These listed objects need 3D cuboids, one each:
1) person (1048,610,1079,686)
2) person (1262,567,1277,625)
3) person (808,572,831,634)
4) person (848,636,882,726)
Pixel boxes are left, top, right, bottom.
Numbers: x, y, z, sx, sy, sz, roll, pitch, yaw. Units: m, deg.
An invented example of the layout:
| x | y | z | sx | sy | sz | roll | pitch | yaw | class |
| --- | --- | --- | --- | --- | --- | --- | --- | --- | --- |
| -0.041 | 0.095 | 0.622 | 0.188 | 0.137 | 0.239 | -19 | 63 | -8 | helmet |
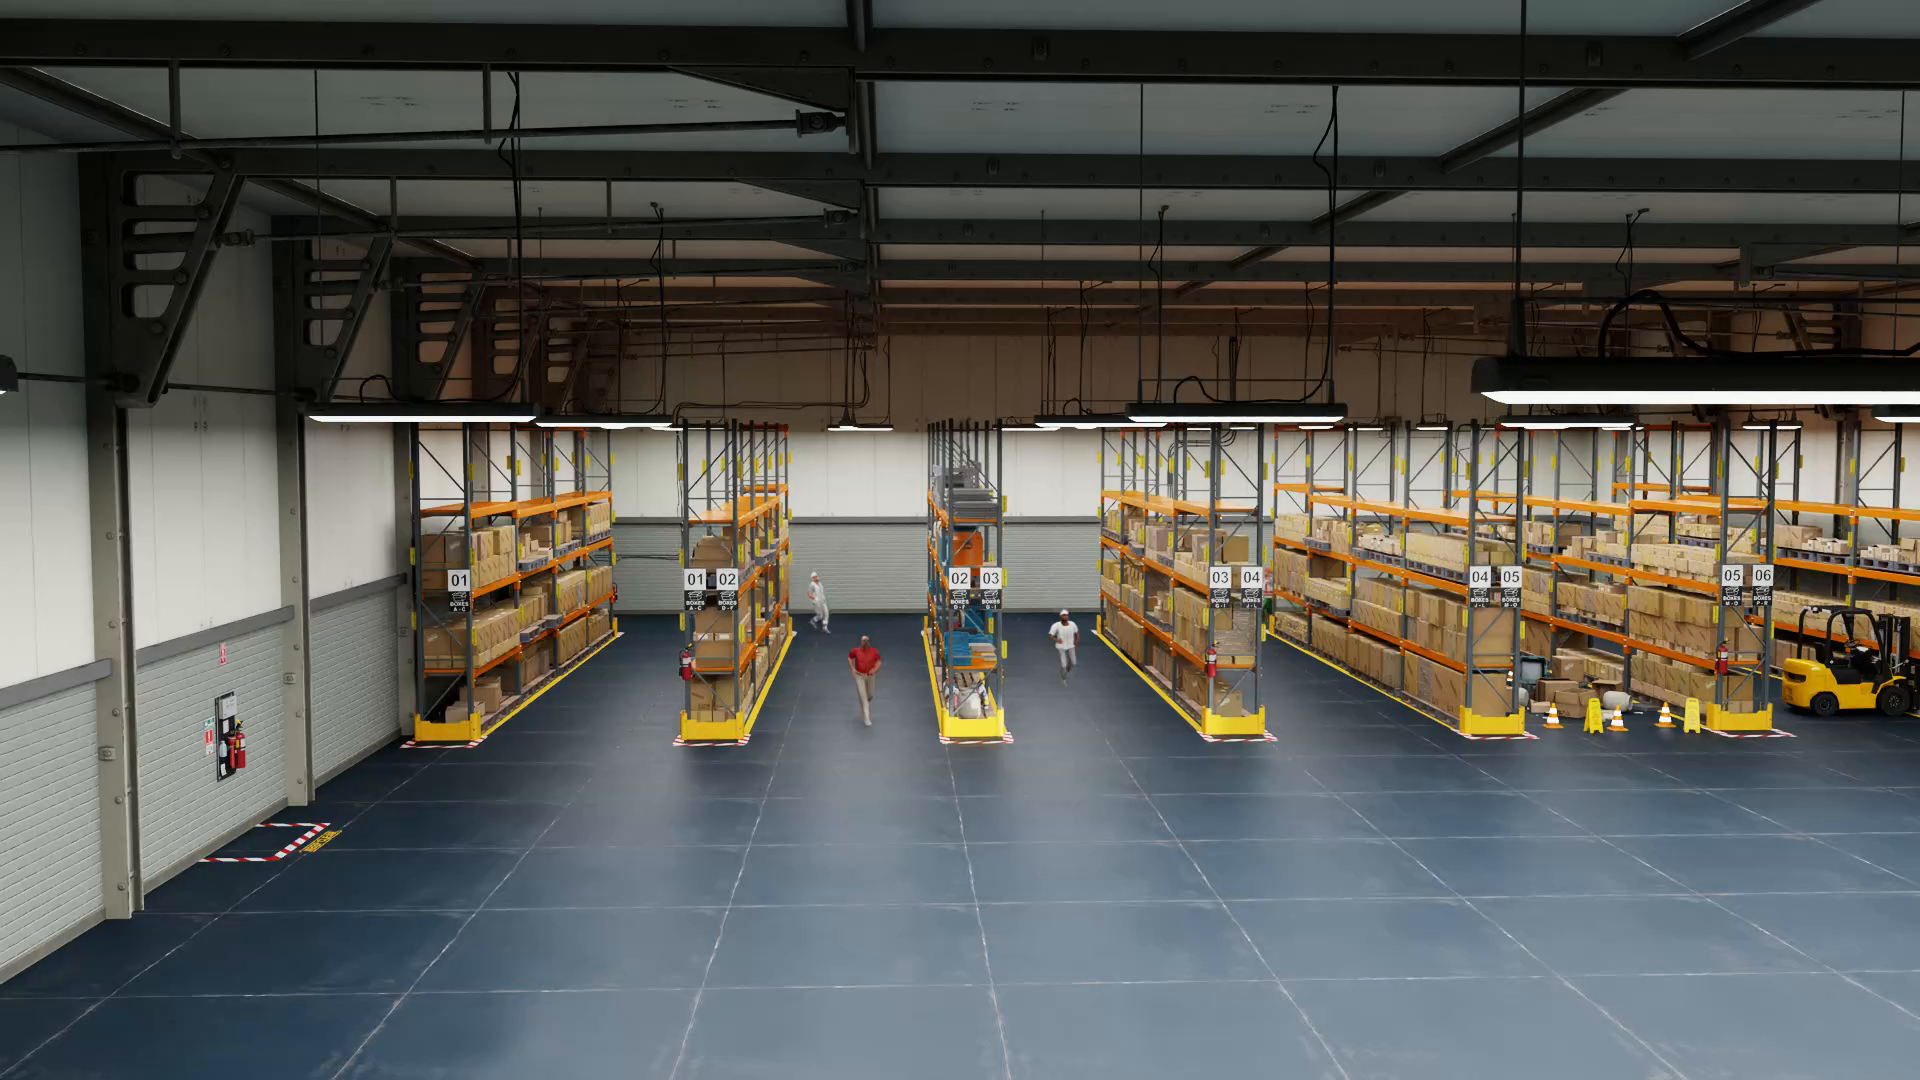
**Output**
| x | y | z | sx | sy | sz | roll | pitch | yaw | class |
| --- | --- | --- | --- | --- | --- | --- | --- | --- | --- |
| 2.391 | 2.443 | 37.658 | 0.770 | 1.721 | 0.526 | -1 | 4 | -16 | person |
| 9.070 | 1.714 | 48.897 | 0.794 | 1.839 | 0.706 | -1 | 4 | -14 | person |
| -4.070 | 1.806 | 47.717 | 0.746 | 1.762 | 0.718 | 2 | 4 | 33 | person |
| -1.880 | 2.772 | 33.126 | 0.631 | 1.742 | 1.134 | -1 | 4 | -19 | person |
